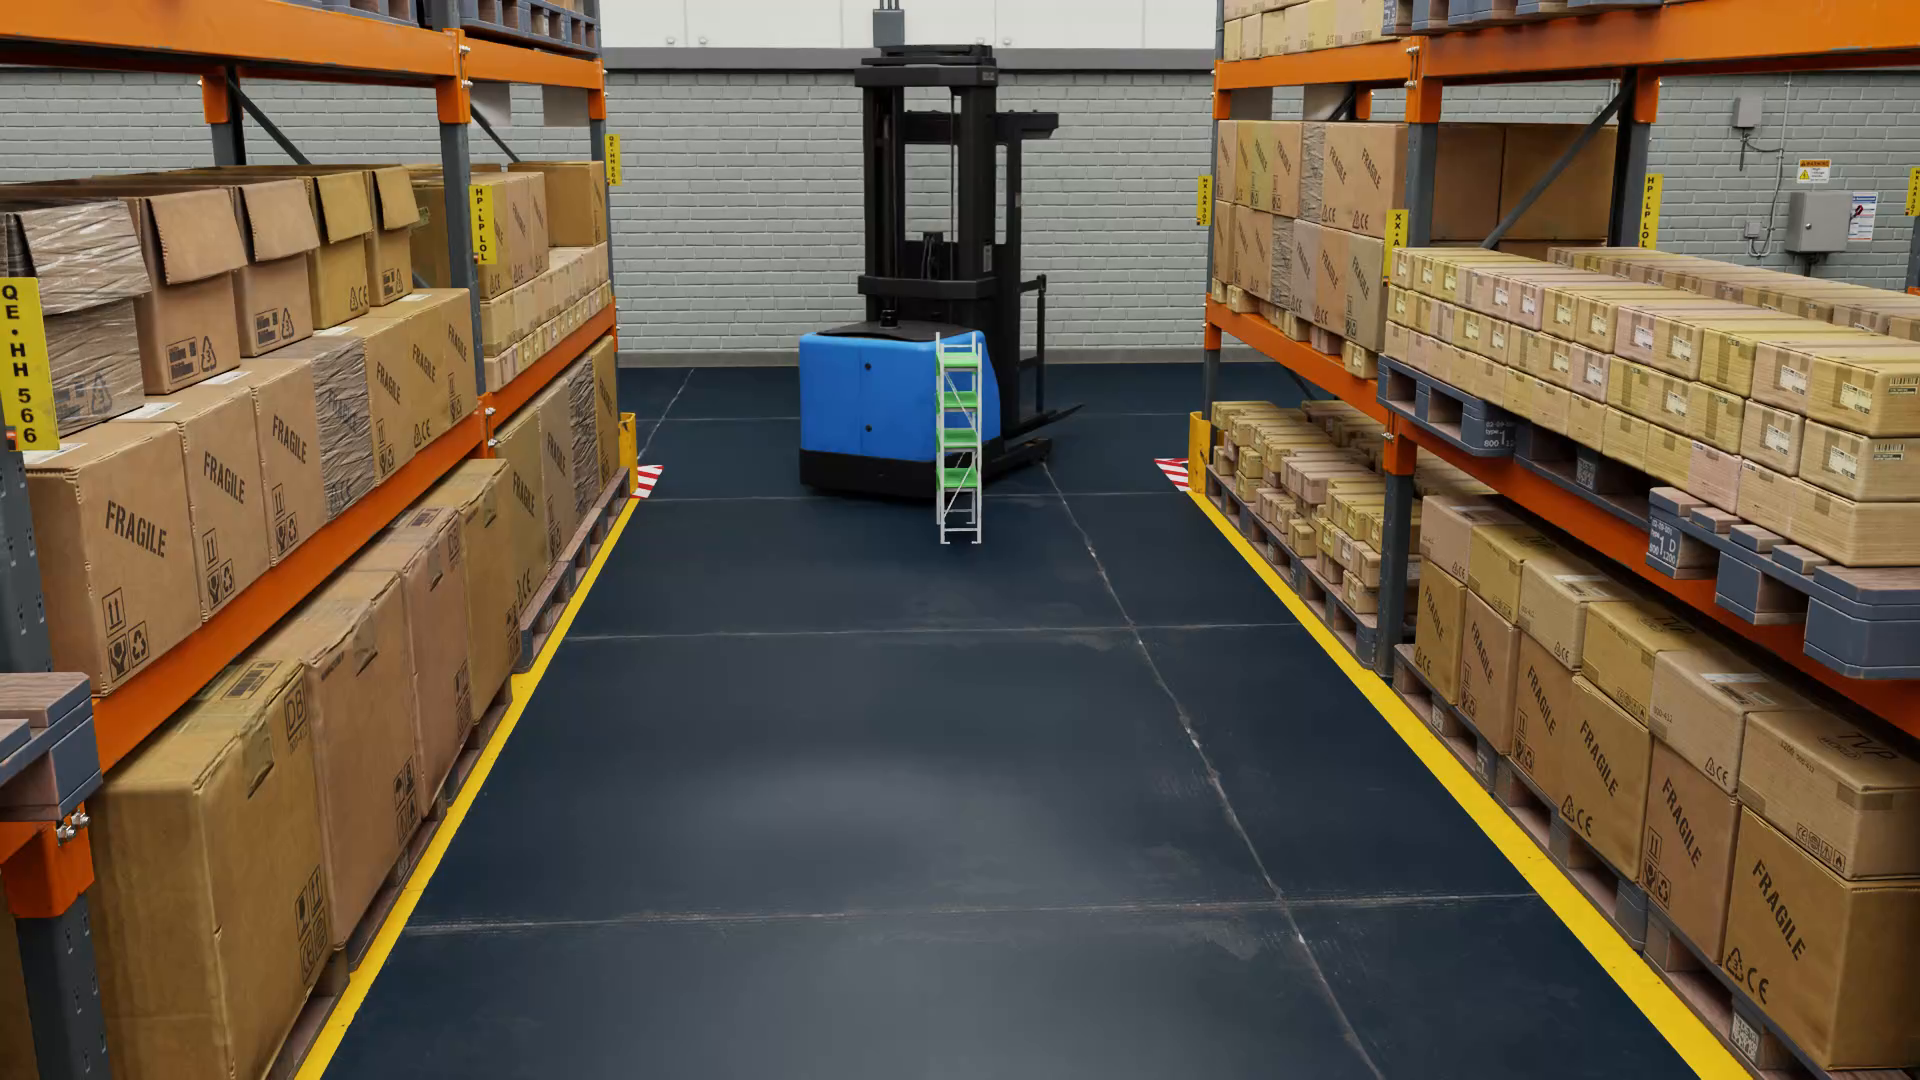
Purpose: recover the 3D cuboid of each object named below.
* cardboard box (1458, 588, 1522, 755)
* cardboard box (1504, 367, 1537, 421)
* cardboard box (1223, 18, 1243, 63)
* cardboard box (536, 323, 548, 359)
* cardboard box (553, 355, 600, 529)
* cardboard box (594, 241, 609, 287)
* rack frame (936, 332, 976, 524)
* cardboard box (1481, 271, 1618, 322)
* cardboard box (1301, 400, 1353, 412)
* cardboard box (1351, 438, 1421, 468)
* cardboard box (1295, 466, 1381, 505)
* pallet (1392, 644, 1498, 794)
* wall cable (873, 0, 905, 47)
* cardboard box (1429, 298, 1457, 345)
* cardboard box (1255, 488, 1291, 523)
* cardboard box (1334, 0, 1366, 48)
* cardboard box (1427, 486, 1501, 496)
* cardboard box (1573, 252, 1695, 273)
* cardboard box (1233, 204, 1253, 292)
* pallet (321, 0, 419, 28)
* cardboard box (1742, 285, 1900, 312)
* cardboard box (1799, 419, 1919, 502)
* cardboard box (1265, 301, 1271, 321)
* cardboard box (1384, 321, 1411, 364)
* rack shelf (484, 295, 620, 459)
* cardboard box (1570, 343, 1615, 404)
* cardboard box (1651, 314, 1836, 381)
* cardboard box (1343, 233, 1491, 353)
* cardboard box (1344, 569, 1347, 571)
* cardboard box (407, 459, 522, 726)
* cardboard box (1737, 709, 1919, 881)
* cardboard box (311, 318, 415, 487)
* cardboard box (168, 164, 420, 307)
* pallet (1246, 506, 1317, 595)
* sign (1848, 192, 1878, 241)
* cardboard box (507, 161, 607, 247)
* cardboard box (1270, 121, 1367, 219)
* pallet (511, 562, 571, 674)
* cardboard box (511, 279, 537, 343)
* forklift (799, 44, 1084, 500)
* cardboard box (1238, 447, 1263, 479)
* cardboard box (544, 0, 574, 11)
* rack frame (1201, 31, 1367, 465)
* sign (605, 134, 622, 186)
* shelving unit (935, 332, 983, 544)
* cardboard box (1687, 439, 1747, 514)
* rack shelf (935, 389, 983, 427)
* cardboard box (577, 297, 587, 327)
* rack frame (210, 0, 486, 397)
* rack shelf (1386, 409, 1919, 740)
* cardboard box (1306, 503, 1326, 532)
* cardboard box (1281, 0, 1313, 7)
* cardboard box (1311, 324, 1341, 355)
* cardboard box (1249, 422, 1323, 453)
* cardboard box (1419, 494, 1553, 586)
[{"bbox_3d":[2.225,0.486,6.290,0.500,0.500,0.500,0,14,-1],"label":"cardboard box"},{"bbox_3d":[2.061,-0.492,5.581,0.380,0.149,0.250,-1,14,-4],"label":"cardboard box"},{"bbox_3d":[1.935,-3.099,10.334,0.500,0.250,0.500,0,14,-1],"label":"cardboard box"},{"bbox_3d":[-2.301,-1.006,8.419,0.380,0.149,0.250,-1,14,-4],"label":"cardboard box"},{"bbox_3d":[-2.619,-0.574,9.658,0.875,0.875,0.875,-1,14,-3],"label":"cardboard box"},{"bbox_3d":[-2.500,-1.739,10.468,0.500,0.250,0.500,-1,14,-4],"label":"cardboard box"},{"bbox_3d":[-0.025,-0.683,10.273,0.240,1.200,0.015,-1,14,-3],"label":"rack frame"},{"bbox_3d":[2.041,-0.846,5.763,0.380,0.149,0.250,-1,14,-4],"label":"cardboard box"},{"bbox_3d":[2.448,-0.818,10.871,0.380,0.149,0.250,-1,14,-3],"label":"cardboard box"},{"bbox_3d":[2.479,-0.494,9.610,0.380,0.149,0.250,-1,14,-5],"label":"cardboard box"},{"bbox_3d":[2.003,-0.292,8.826,0.380,0.149,0.250,-2,15,-6],"label":"cardboard box"},{"bbox_3d":[2.459,0.704,6.867,1.003,0.211,1.213,-1,14,-3],"label":"pallet"},{"bbox_3d":[0.295,-7.706,15.463,2.277,5.999,0.120,-1,14,-3],"label":"wall cable"},{"bbox_3d":[2.009,-0.832,6.306,0.380,0.149,0.250,-1,14,-2],"label":"cardboard box"},{"bbox_3d":[1.941,-0.206,9.688,0.380,0.149,0.250,-2,15,-6],"label":"cardboard box"},{"bbox_3d":[2.090,-2.463,7.859,0.500,0.250,0.500,-1,14,-4],"label":"cardboard box"},{"bbox_3d":[2.572,-0.172,8.358,0.380,0.149,0.250,-1,14,-4],"label":"cardboard box"},{"bbox_3d":[2.647,-1.046,6.541,0.380,0.149,0.250,-1,14,-5],"label":"cardboard box"},{"bbox_3d":[1.972,-1.779,10.123,0.500,0.500,0.500,-1,14,-3],"label":"cardboard box"},{"bbox_3d":[-2.441,-1.922,5.839,0.805,0.209,1.217,-1,15,-6],"label":"pallet"},{"bbox_3d":[2.727,-0.722,5.281,0.380,0.149,0.250,-1,14,-4],"label":"cardboard box"},{"bbox_3d":[2.172,-0.187,3.798,0.380,0.149,0.250,-1,14,-2],"label":"cardboard box"},{"bbox_3d":[2.020,-1.367,9.824,0.380,0.149,0.250,-1,14,-4],"label":"cardboard box"},{"bbox_3d":[1.975,-0.817,6.843,0.380,0.149,0.250,-2,15,-6],"label":"cardboard box"},{"bbox_3d":[-2.671,-0.938,9.095,1.077,0.370,4.000,-1,14,-3],"label":"rack shelf"},{"bbox_3d":[2.090,-0.508,5.045,0.380,0.149,0.250,-1,14,-2],"label":"cardboard box"},{"bbox_3d":[2.120,-0.524,4.511,0.380,0.149,0.250,0,14,-2],"label":"cardboard box"},{"bbox_3d":[2.098,-1.149,7.673,0.500,0.500,0.500,-1,14,-3],"label":"cardboard box"},{"bbox_3d":[2.113,0.179,8.190,0.380,0.149,0.250,0,14,-2],"label":"cardboard box"},{"bbox_3d":[-2.487,0.196,6.667,1.225,0.875,0.875,-1,14,-3],"label":"cardboard box"},{"bbox_3d":[2.353,0.633,4.217,0.500,0.250,0.500,-1,14,-5],"label":"cardboard box"},{"bbox_3d":[-2.182,-0.472,5.641,0.500,0.500,0.500,-1,14,-4],"label":"cardboard box"},{"bbox_3d":[-2.499,-1.164,6.318,0.797,0.503,0.637,-1,14,-5],"label":"cardboard box"},{"bbox_3d":[2.254,0.040,9.449,1.003,0.211,1.213,-1,14,-3],"label":"pallet"},{"bbox_3d":[9.309,-3.348,17.209,0.329,0.494,0.001,-1,14,-3],"label":"sign"},{"bbox_3d":[-2.502,-2.101,10.372,0.500,0.500,0.500,-1,14,-3],"label":"cardboard box"},{"bbox_3d":[2.007,-2.014,9.031,0.500,0.500,0.500,-1,14,-5],"label":"cardboard box"},{"bbox_3d":[-2.516,0.371,8.160,1.003,0.211,1.213,-1,14,-3],"label":"pallet"},{"bbox_3d":[-2.341,-1.105,8.005,0.500,0.250,0.500,-1,14,-4],"label":"cardboard box"},{"bbox_3d":[0.028,-2.007,11.943,1.130,2.935,3.031,7,16,26],"label":"forklift"},{"bbox_3d":[1.910,-0.474,10.129,0.380,0.149,0.250,0,14,-2],"label":"cardboard box"},{"bbox_3d":[-2.709,-3.408,9.988,0.700,0.500,0.500,-2,15,-7],"label":"cardboard box"},{"bbox_3d":[2.162,-1.835,11.139,1.000,3.000,0.127,-1,14,-3],"label":"rack frame"},{"bbox_3d":[-2.252,-2.464,10.784,0.100,0.325,0.005,-1,14,-3],"label":"sign"},{"bbox_3d":[-0.010,-0.622,10.037,0.258,1.200,0.503,-1,14,-3],"label":"shelving unit"},{"bbox_3d":[2.138,-0.168,4.323,0.380,0.149,0.250,-1,14,-2],"label":"cardboard box"},{"bbox_3d":[-0.010,-0.793,9.993,0.258,0.148,0.480,-1,14,-3],"label":"rack shelf"},{"bbox_3d":[-2.379,-1.324,9.658,0.380,0.149,0.250,-1,14,-5],"label":"cardboard box"},{"bbox_3d":[-2.547,-0.789,7.072,1.000,3.000,0.127,-1,14,-3],"label":"rack frame"},{"bbox_3d":[2.534,0.006,5.429,1.077,0.370,4.000,-1,14,-3],"label":"rack shelf"},{"bbox_3d":[2.057,-0.141,8.836,0.380,0.149,0.250,-1,14,-2],"label":"cardboard box"},{"bbox_3d":[2.015,-2.963,8.799,0.500,0.250,0.500,-1,14,-6],"label":"cardboard box"},{"bbox_3d":[2.039,-1.047,8.581,0.380,0.149,0.250,-2,15,-6],"label":"cardboard box"},{"bbox_3d":[1.978,-0.619,10.095,0.380,0.149,0.250,-2,15,-6],"label":"cardboard box"},{"bbox_3d":[2.192,-0.008,6.708,0.500,0.250,0.500,-2,15,-6],"label":"cardboard box"}]
